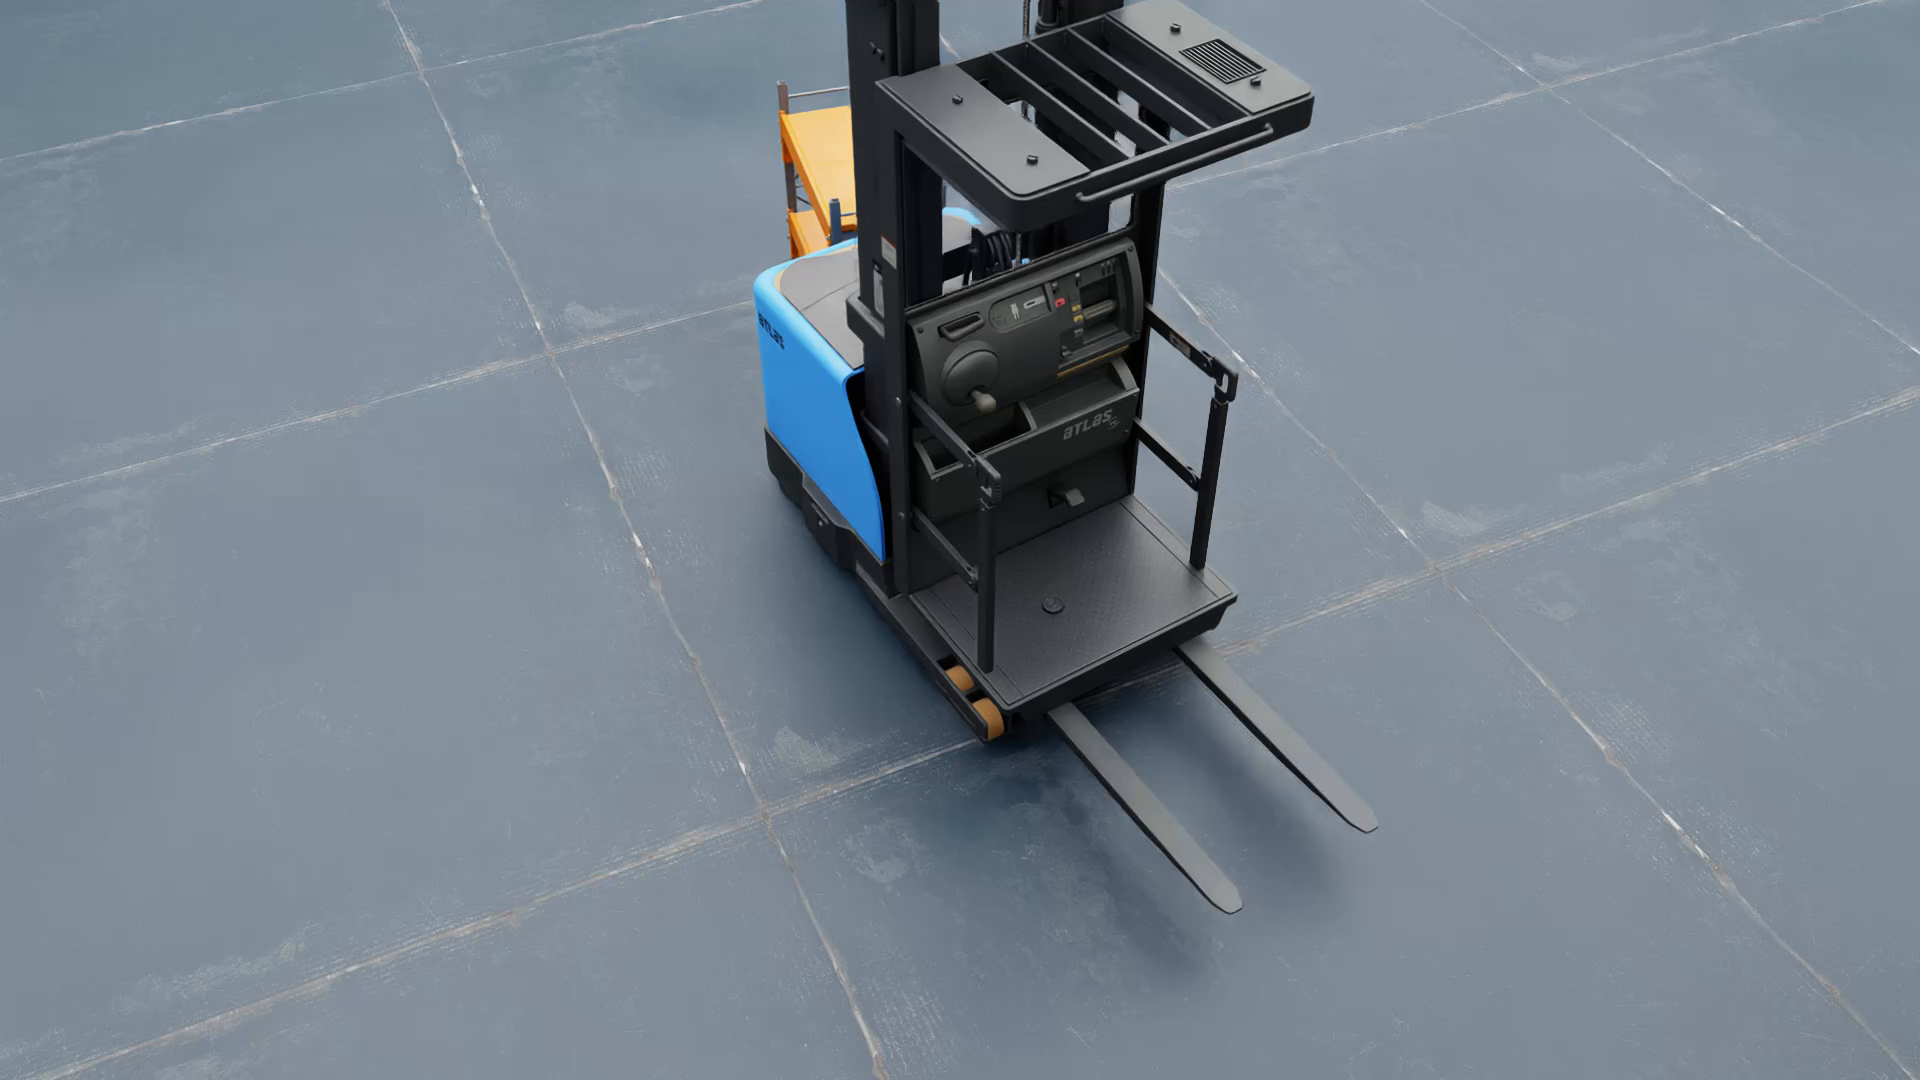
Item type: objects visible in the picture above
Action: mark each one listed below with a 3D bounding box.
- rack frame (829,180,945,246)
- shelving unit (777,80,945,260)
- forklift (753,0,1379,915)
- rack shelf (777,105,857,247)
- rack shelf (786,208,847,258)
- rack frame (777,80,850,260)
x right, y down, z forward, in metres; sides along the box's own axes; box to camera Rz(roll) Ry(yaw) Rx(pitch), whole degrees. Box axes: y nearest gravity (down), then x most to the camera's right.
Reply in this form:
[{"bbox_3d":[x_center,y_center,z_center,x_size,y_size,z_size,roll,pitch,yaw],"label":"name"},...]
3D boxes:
[{"bbox_3d":[-0.307,-1.068,7.400,0.500,1.125,0.032,-12,46,-12],"label":"rack frame"},{"bbox_3d":[-0.454,-1.410,7.747,0.538,1.125,1.048,-12,46,-12],"label":"shelving unit"},{"bbox_3d":[0.366,-0.659,5.700,1.130,2.935,3.031,-24,49,-23],"label":"forklift"},{"bbox_3d":[-0.454,-1.618,7.541,0.538,0.278,1.000,-12,46,-12],"label":"rack shelf"},{"bbox_3d":[-0.454,-1.236,7.918,0.538,0.278,1.000,-12,46,-12],"label":"rack shelf"},{"bbox_3d":[-0.600,-1.751,8.093,0.500,1.125,0.032,-12,46,-12],"label":"rack frame"}]
